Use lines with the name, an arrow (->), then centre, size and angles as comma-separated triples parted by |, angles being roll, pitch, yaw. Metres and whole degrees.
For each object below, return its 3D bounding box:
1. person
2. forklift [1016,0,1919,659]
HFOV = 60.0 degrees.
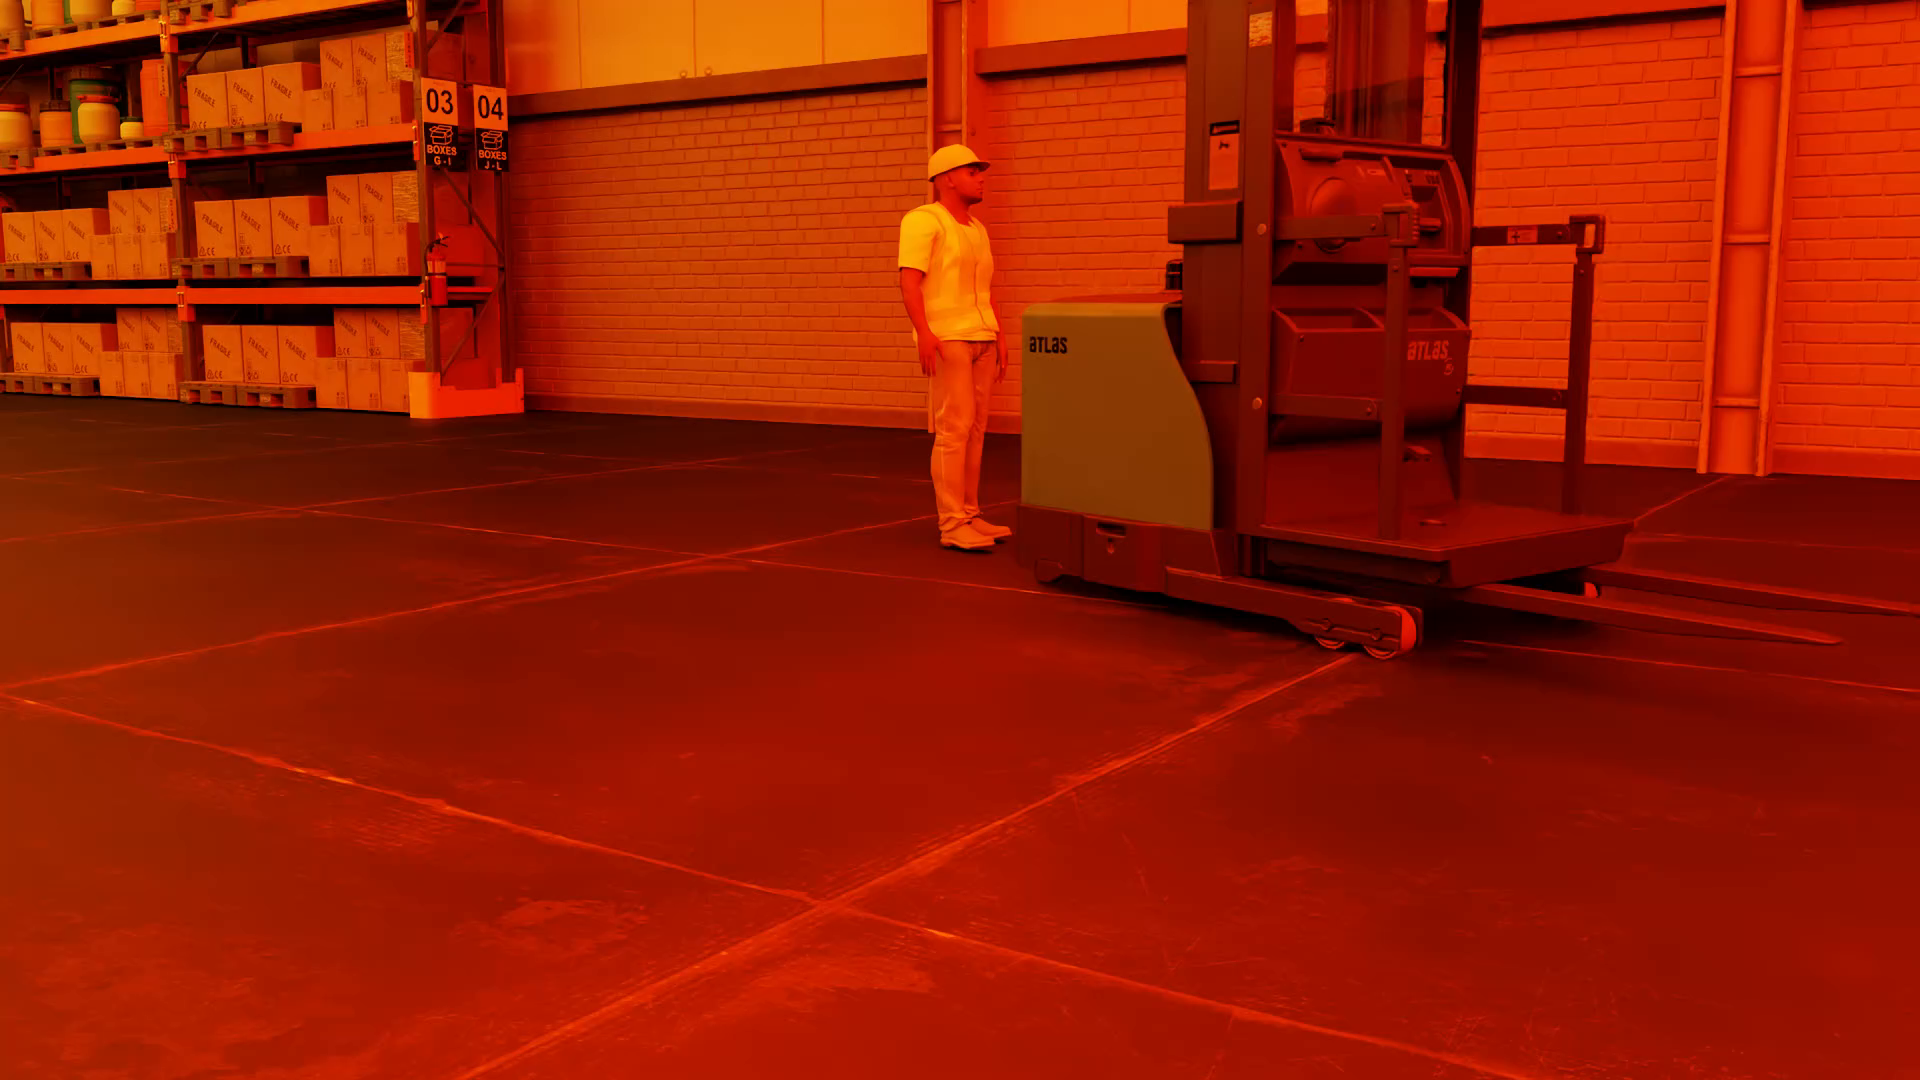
person -> 0.055, -0.875, 7.435 | 0.575, 1.768, 0.666 | 5, 10, 34
forklift -> 1.524, -1.166, 5.395 | 1.130, 2.935, 3.031 | -6, 10, -38
